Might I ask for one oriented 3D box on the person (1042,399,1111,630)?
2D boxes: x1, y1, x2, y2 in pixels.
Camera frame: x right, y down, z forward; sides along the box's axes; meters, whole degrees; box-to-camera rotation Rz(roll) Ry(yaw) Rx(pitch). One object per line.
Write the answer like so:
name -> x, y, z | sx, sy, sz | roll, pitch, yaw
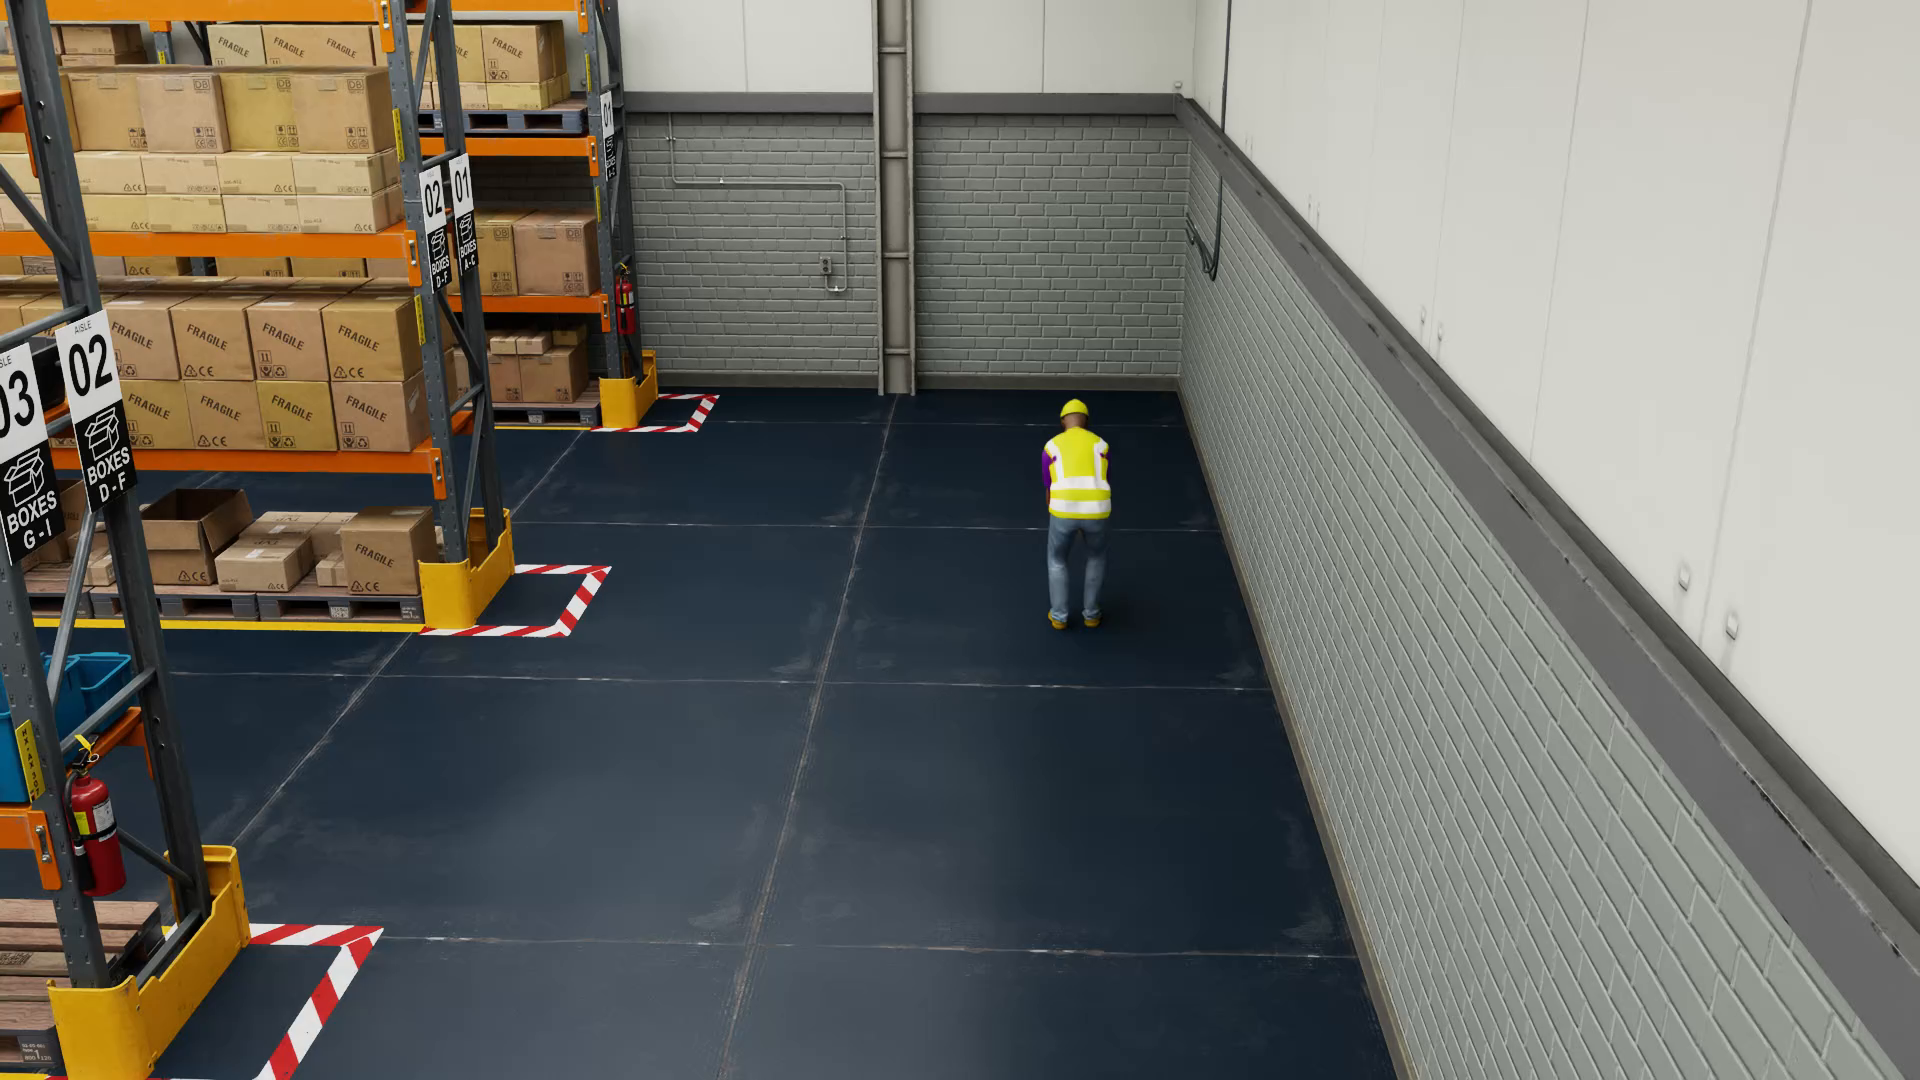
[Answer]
person -> 0.822, -0.186, 11.853 | 0.488, 1.542, 0.802 | 0, 21, 0
